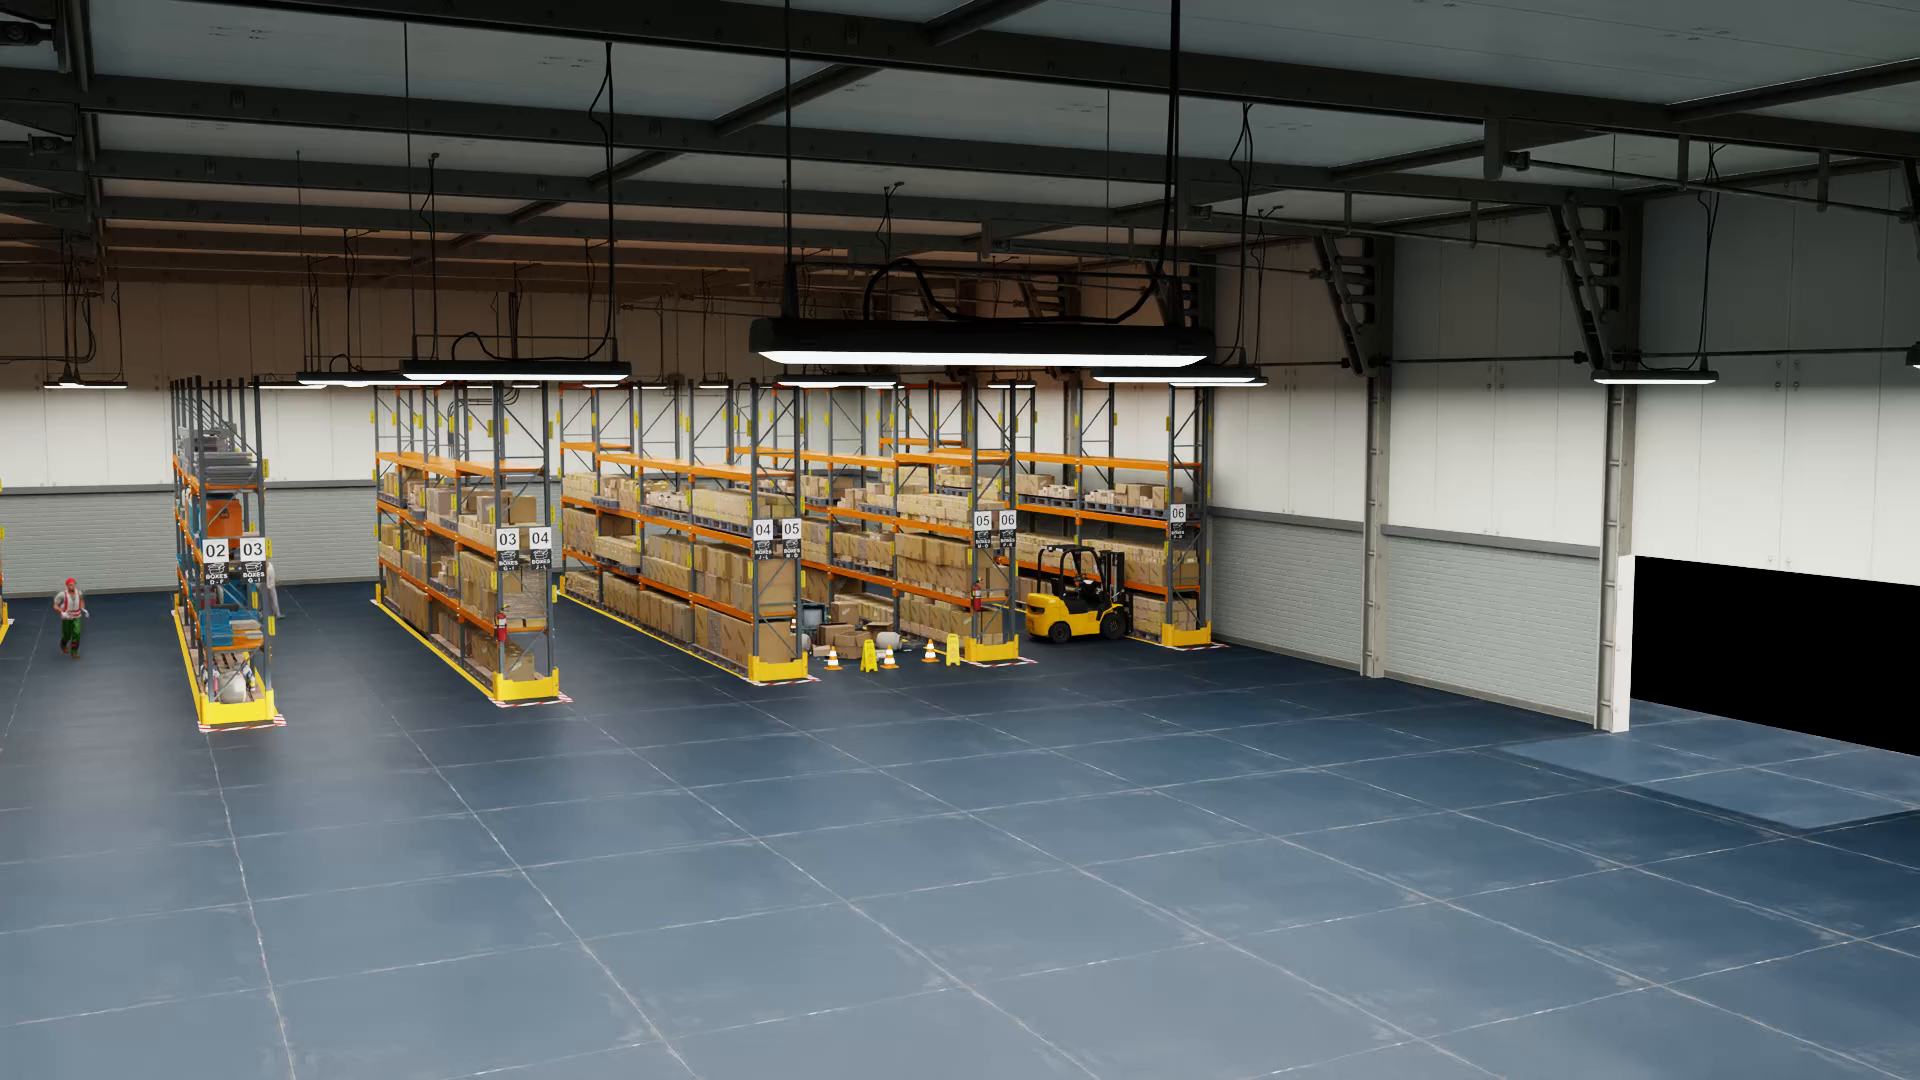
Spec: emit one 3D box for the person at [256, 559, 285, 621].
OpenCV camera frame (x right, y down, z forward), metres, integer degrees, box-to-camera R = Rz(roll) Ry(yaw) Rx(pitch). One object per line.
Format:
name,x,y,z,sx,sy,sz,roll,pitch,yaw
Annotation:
person,-17.257,1.161,41.381,1.044,1.718,0.780,3,6,32

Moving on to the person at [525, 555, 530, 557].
person,-12.138,0.884,46.700,0.619,1.390,0.976,-3,6,-29

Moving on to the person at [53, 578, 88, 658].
person,-19.231,1.671,35.892,0.657,1.737,0.811,-5,7,-45
